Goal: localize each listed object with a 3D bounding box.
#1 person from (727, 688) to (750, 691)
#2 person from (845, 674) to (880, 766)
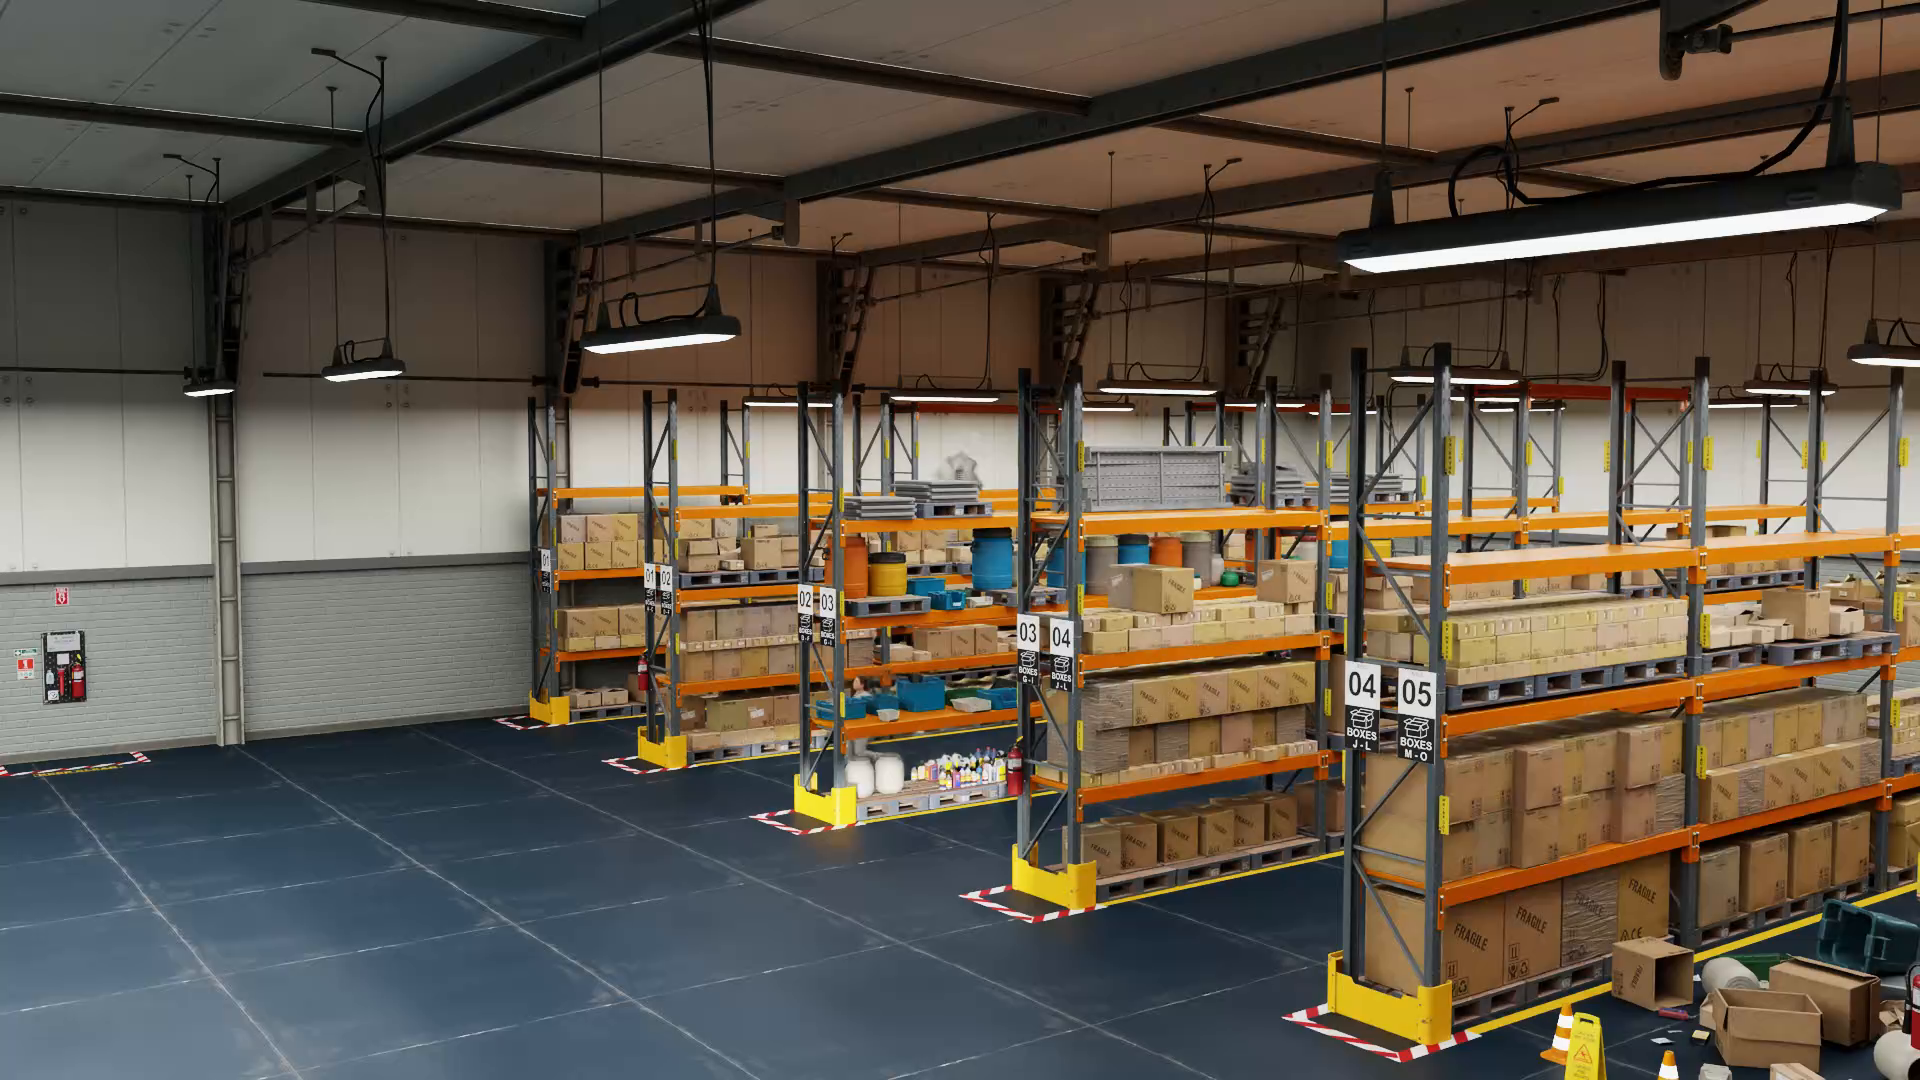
[{"bbox_3d":[-3.888,2.534,29.738,0.631,1.850,0.768,3,5,43],"label":"person"},{"bbox_3d":[-1.468,2.853,25.174,0.790,1.651,0.579,-2,4,-31],"label":"person"}]
